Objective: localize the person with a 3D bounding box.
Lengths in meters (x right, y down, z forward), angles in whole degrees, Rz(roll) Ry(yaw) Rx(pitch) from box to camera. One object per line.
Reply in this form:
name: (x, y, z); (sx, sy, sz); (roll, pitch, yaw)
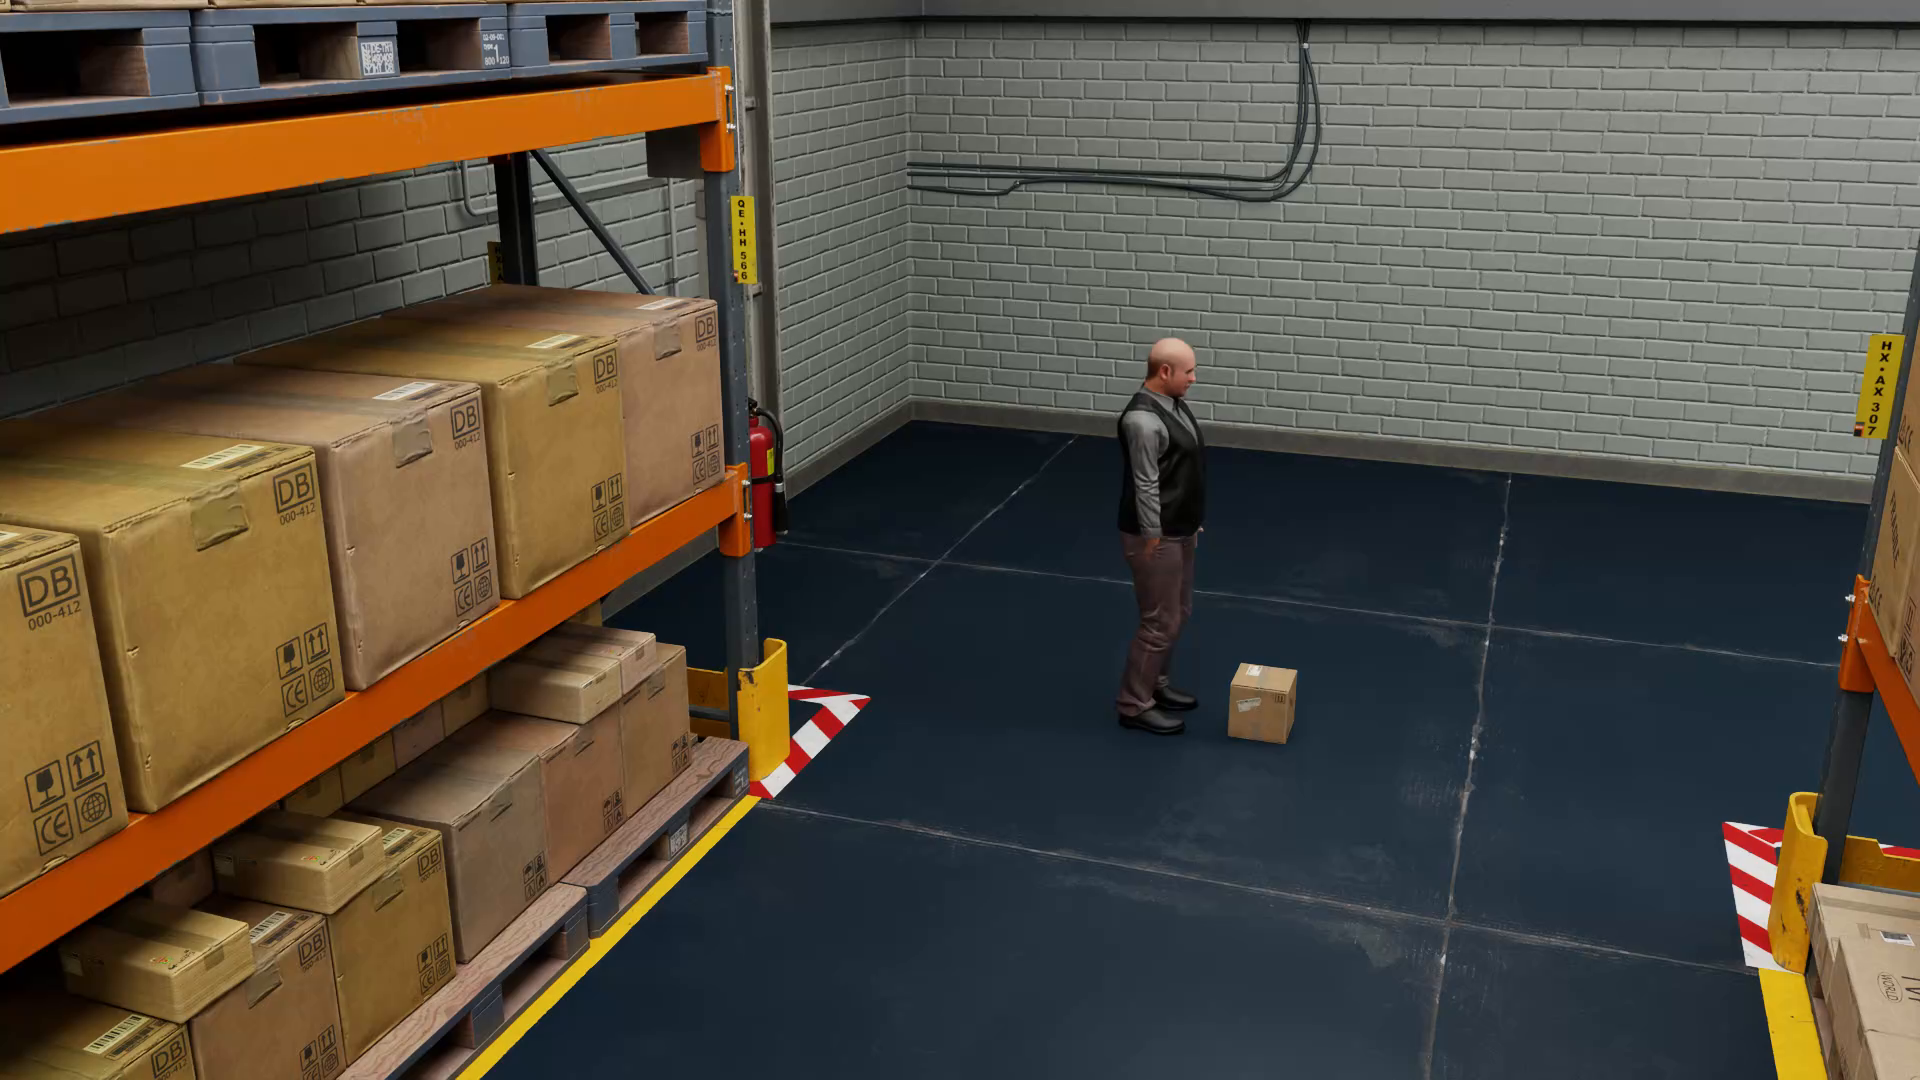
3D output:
person: (0.875, 0.021, 7.238); (0.356, 1.597, 0.534); (7, 20, 19)
